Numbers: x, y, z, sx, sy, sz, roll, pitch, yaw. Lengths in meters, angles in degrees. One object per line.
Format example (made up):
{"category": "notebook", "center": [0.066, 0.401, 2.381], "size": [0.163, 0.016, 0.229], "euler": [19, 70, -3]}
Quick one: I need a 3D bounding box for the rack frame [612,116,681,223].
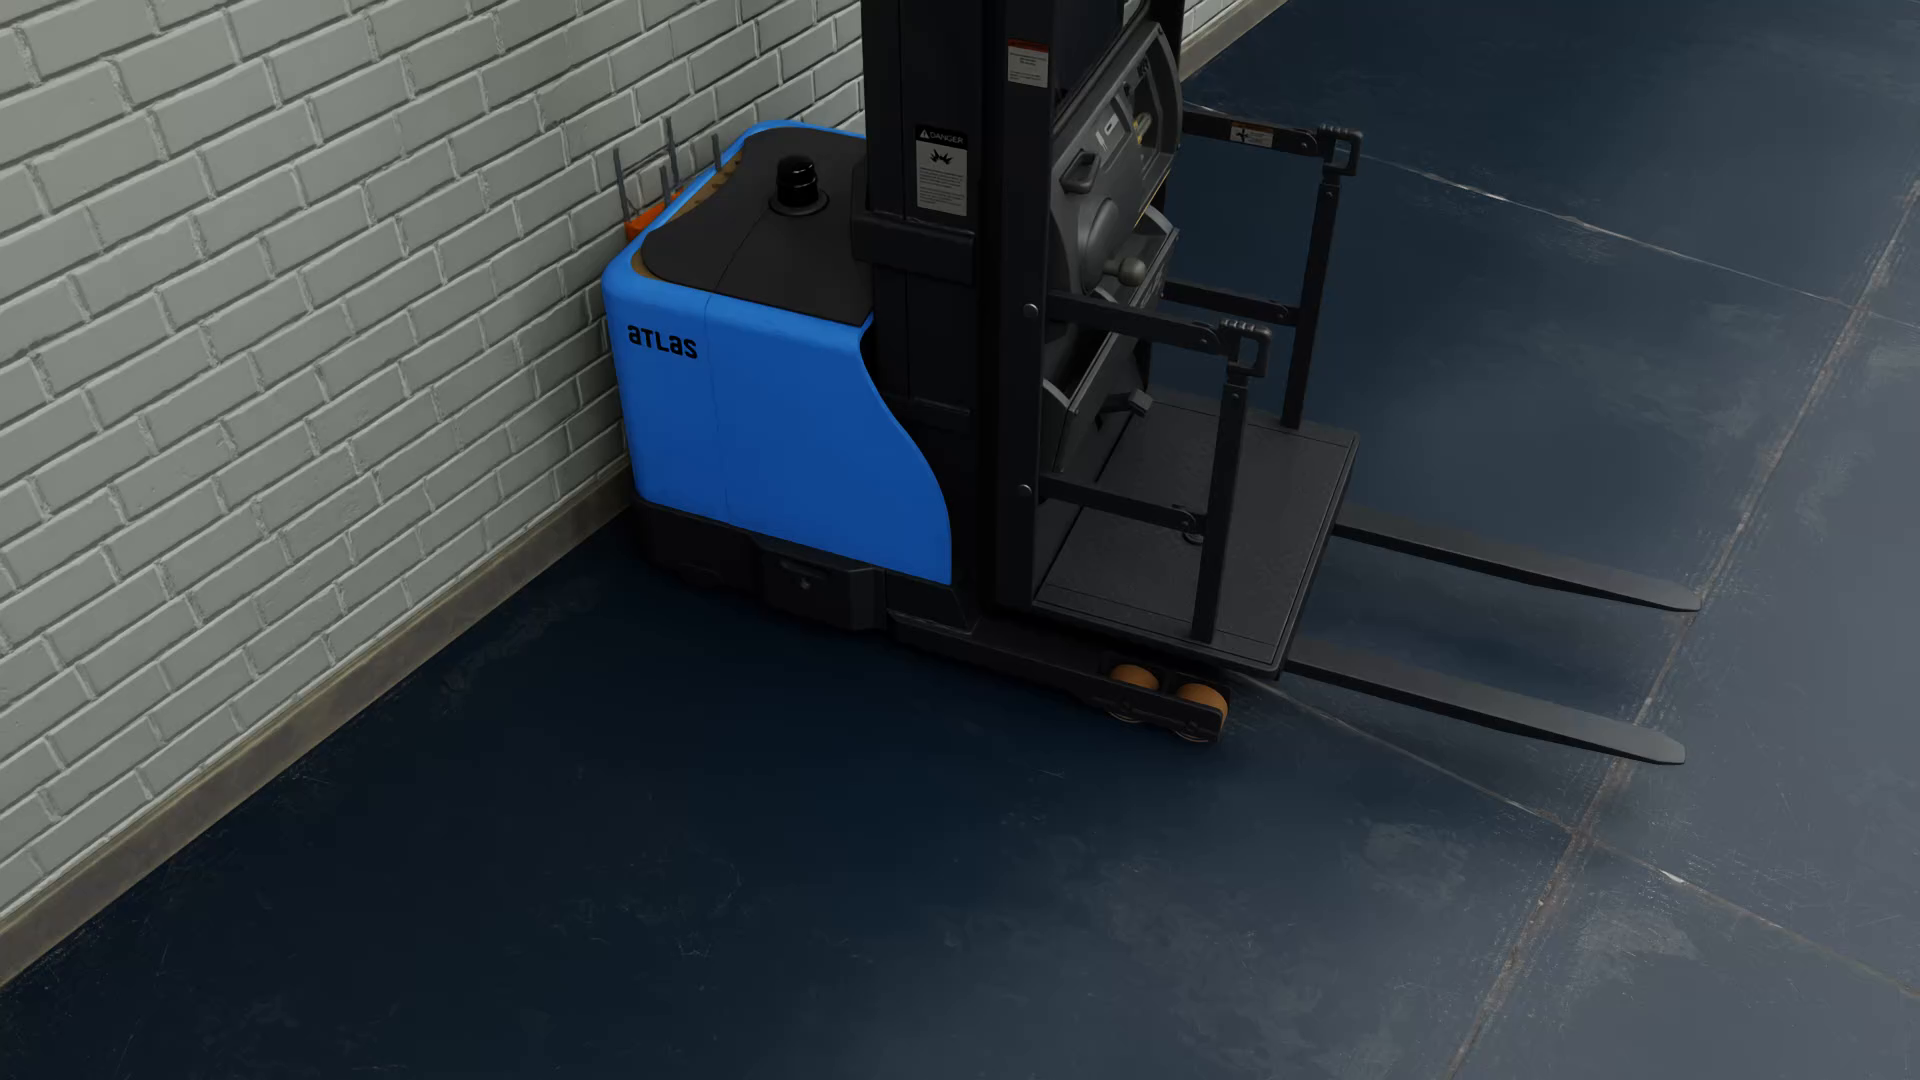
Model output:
{"category": "rack frame", "center": [-0.906, -0.726, 5.185], "size": [0.006, 1.200, 0.240], "euler": [24, 48, 26]}

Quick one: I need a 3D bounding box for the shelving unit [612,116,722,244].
{"category": "shelving unit", "center": [-0.831, -0.692, 5.145], "size": [0.189, 1.200, 0.258], "euler": [24, 48, 26]}

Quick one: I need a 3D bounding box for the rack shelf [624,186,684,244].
{"category": "rack shelf", "center": [-0.837, -0.926, 4.933], "size": [0.180, 0.103, 0.258], "euler": [24, 48, 26]}

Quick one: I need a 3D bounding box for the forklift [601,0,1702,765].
{"category": "forklift", "center": [0.583, -0.935, 4.097], "size": [3.031, 2.935, 1.130], "euler": [15, 44, 16]}

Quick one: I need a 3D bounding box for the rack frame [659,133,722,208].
{"category": "rack frame", "center": [-0.756, -0.658, 5.105], "size": [0.006, 1.200, 0.240], "euler": [24, 48, 26]}
